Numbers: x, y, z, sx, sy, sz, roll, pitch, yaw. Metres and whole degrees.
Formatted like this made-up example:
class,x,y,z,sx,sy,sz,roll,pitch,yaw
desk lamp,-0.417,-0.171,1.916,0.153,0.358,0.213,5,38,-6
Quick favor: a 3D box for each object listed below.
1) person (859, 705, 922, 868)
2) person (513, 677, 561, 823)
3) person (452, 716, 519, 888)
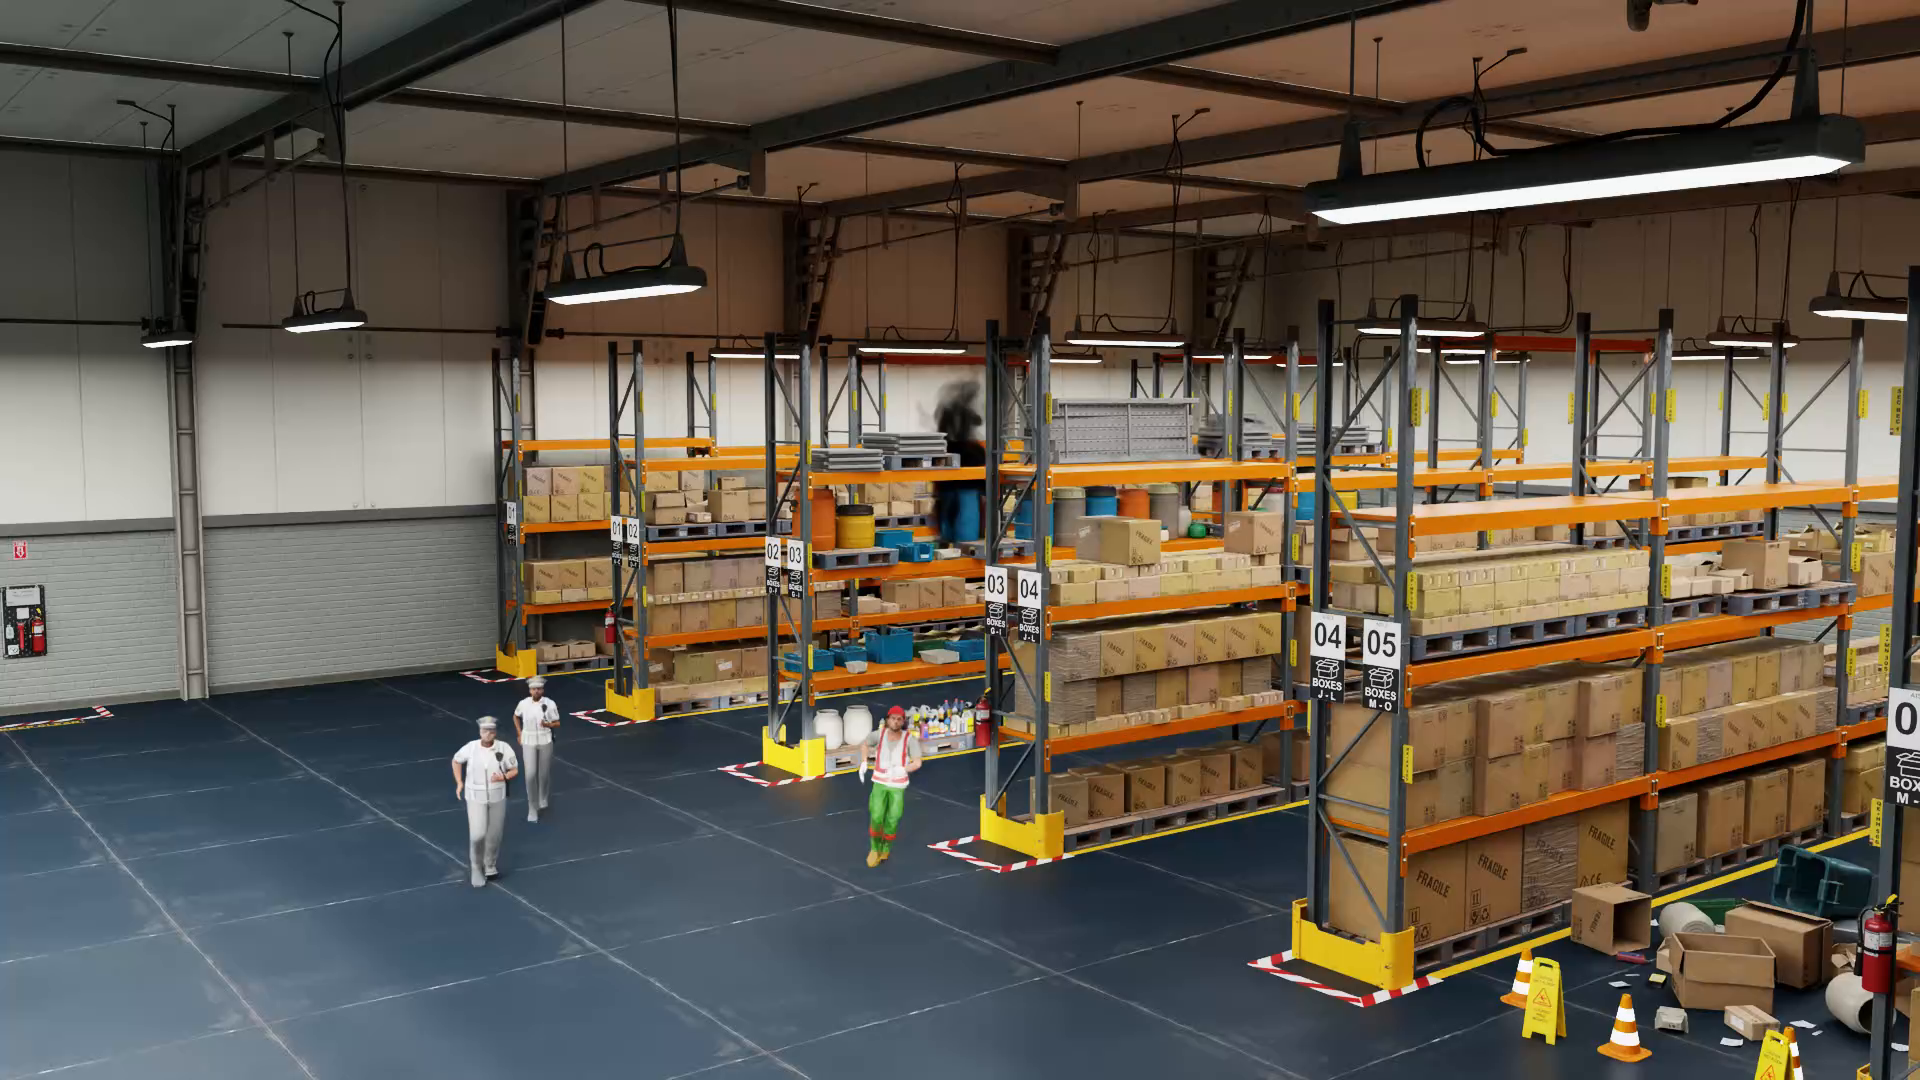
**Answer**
class,x,y,z,sx,sy,sz,roll,pitch,yaw
person,-0.759,2.691,18.202,0.687,1.769,0.631,0,5,-2
person,-5.167,2.531,20.347,0.558,1.754,0.725,-1,5,-15
person,-4.986,2.749,17.545,0.646,1.811,0.694,-2,5,-22
